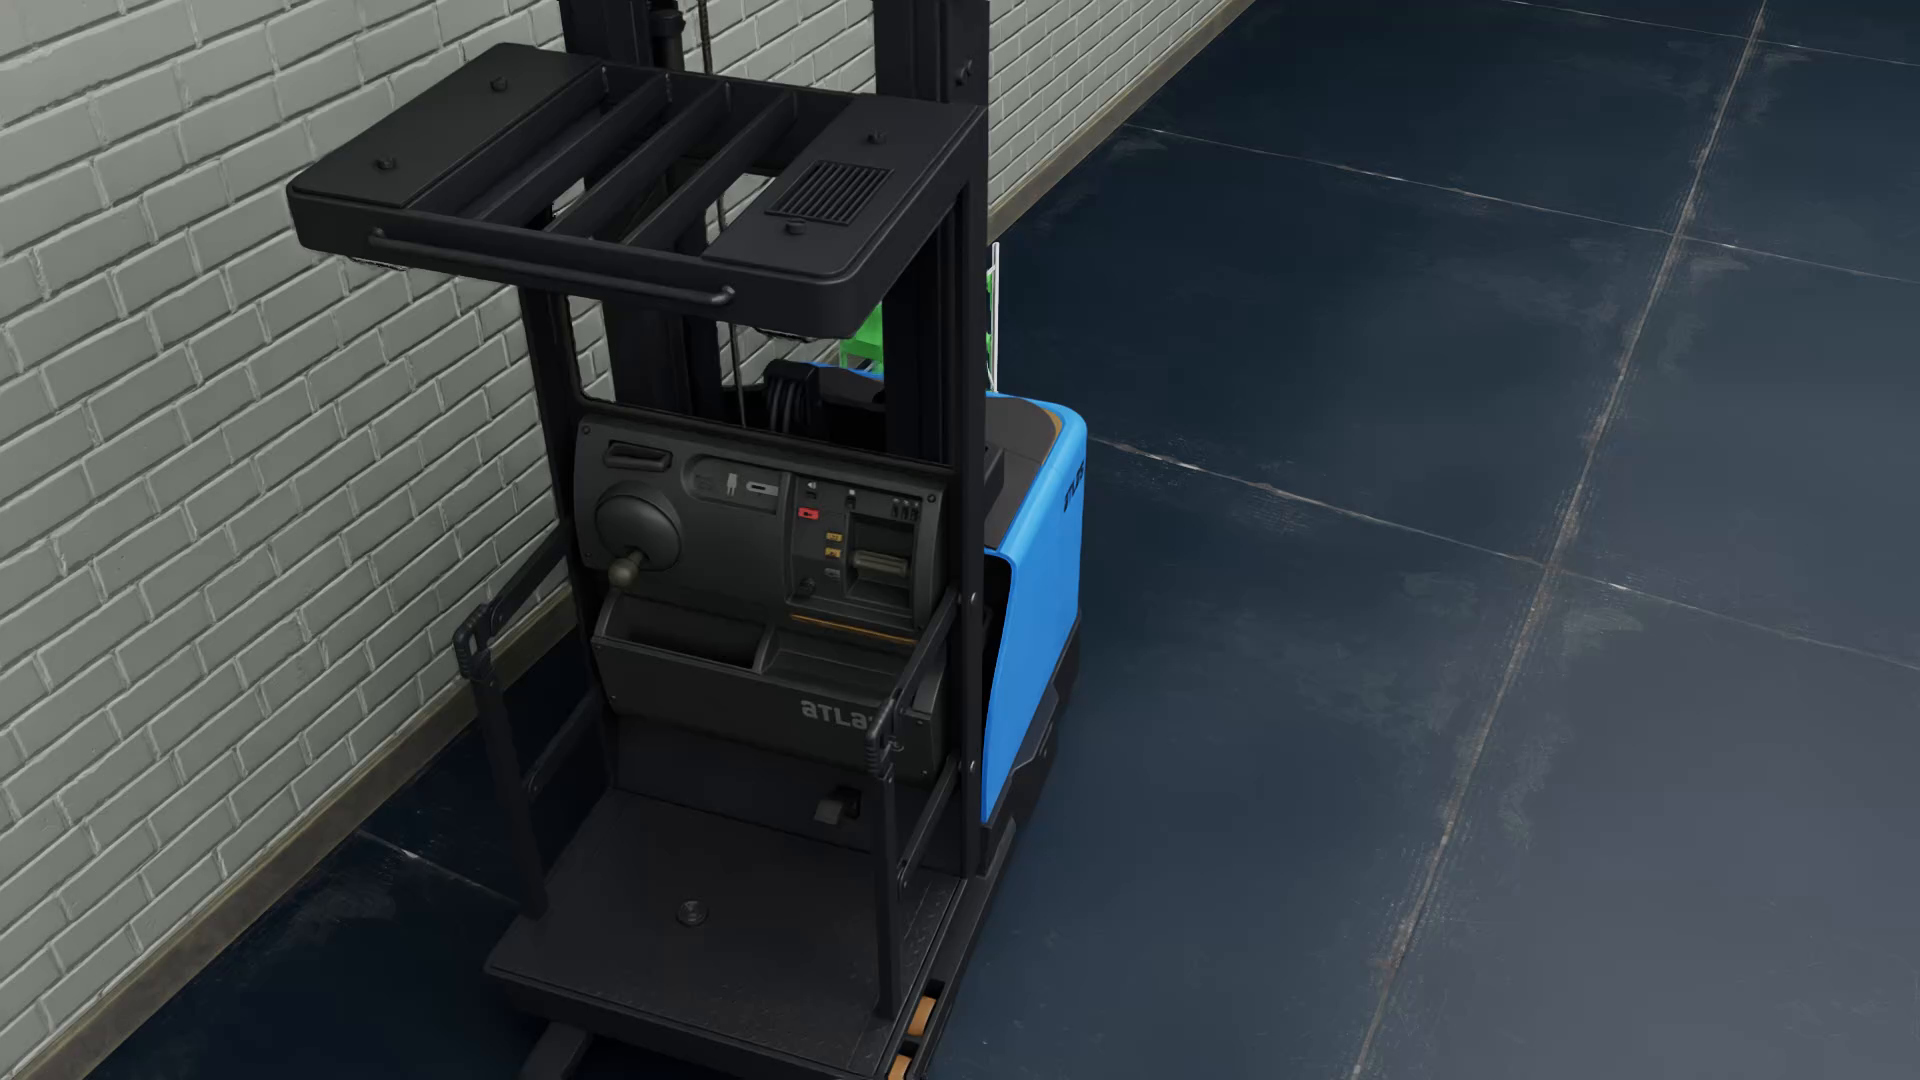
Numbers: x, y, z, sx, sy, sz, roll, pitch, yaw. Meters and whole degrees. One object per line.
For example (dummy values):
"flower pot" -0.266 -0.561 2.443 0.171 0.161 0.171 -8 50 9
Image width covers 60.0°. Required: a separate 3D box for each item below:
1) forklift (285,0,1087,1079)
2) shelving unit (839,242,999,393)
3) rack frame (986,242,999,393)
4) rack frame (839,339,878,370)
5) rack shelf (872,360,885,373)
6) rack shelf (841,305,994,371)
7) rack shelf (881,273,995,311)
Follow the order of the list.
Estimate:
"forklift" -0.555 0.040 3.773 1.130 2.935 3.031 11 39 15
"shelving unit" -0.147 -0.524 5.948 0.503 1.200 0.258 17 41 21
"rack frame" 0.070 -0.456 5.858 0.015 1.200 0.240 17 41 21
"rack frame" -0.364 -0.592 6.037 0.015 1.200 0.240 17 41 21
"rack shelf" -0.147 -0.473 5.987 0.480 0.148 0.258 17 41 21
"rack shelf" -0.147 -0.664 5.841 0.480 0.148 0.258 17 41 21
"rack shelf" -0.147 -0.855 5.696 0.480 0.148 0.258 17 41 21
